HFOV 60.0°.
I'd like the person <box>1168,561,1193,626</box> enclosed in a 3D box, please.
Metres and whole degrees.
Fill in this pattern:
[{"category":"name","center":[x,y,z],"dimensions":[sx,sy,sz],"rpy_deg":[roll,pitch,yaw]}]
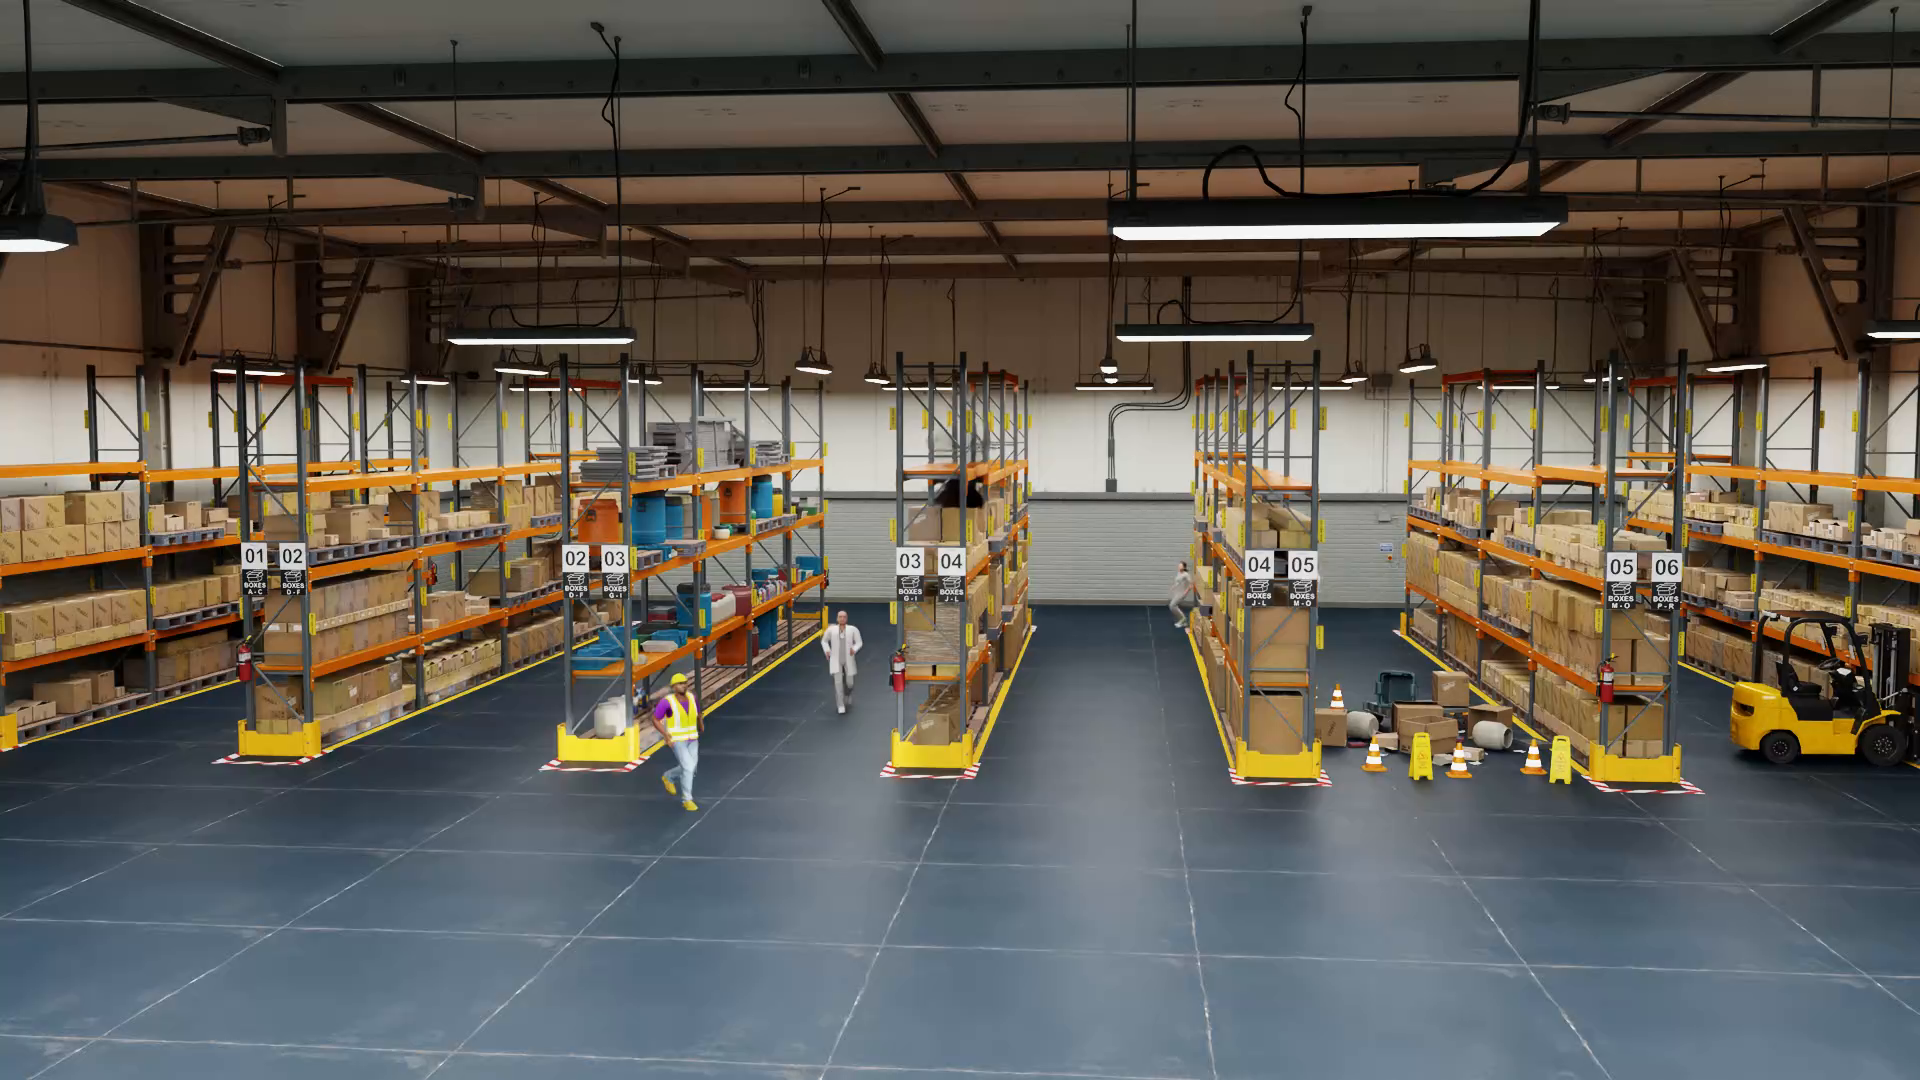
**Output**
[{"category":"person","center":[5.340,1.323,40.376],"dimensions":[0.578,1.620,0.625],"rpy_deg":[-1,4,-17]}]

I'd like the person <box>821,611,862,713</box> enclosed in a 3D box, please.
[{"category":"person","center":[-2.045,2.093,28.742],"dimensions":[0.715,1.732,0.812],"rpy_deg":[0,4,-6]}]

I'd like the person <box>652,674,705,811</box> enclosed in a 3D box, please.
[{"category":"person","center":[-3.640,2.602,21.655],"dimensions":[0.751,1.754,0.692],"rpy_deg":[4,6,45]}]
